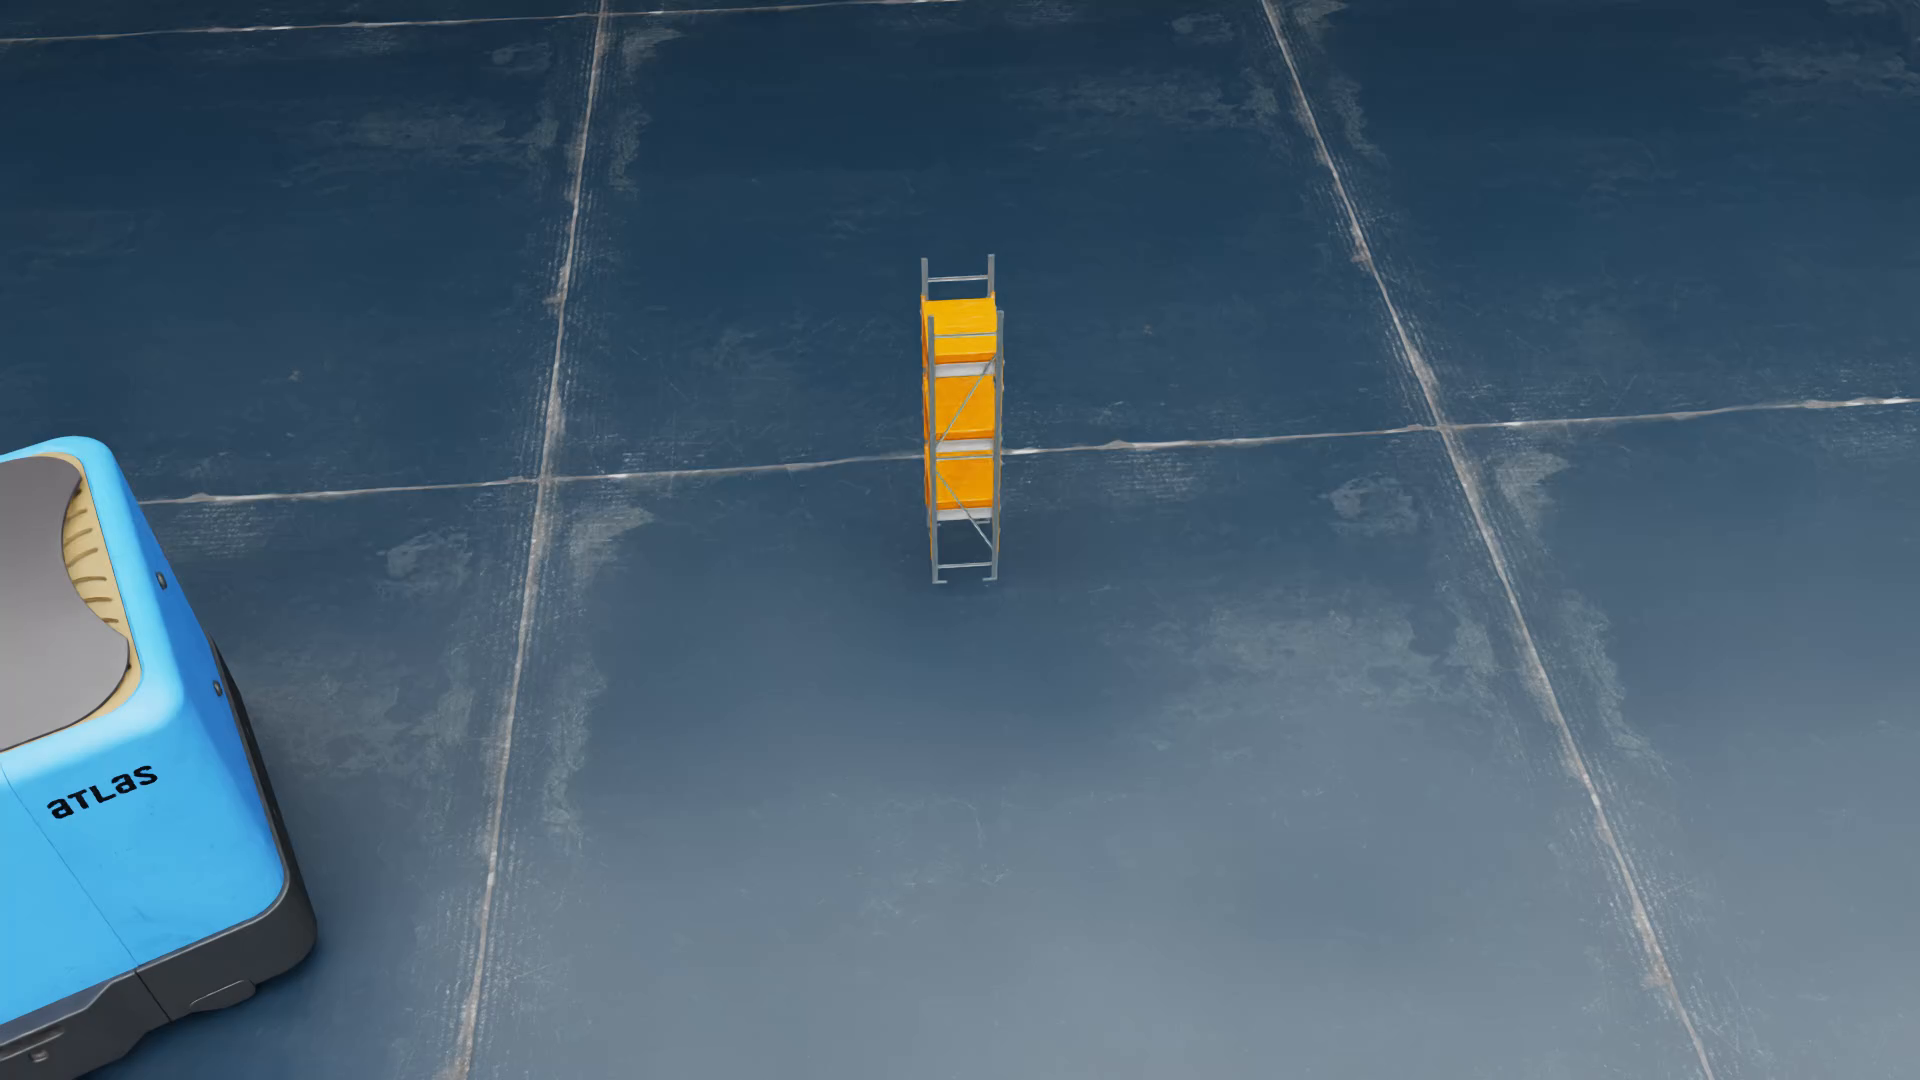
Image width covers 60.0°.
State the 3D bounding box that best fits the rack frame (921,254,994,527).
[{"bbox_3d":[-0.006,-0.411,4.916,0.200,1.050,0.008,-3,47,-3],"label":"rack frame"}]

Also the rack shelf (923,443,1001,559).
[{"bbox_3d":[0.004,-0.124,5.042,0.215,0.259,0.240,-3,47,-3],"label":"rack shelf"}]

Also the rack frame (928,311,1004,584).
[{"bbox_3d":[0.015,-0.234,4.749,0.200,1.050,0.008,-3,47,-3],"label":"rack frame"}]

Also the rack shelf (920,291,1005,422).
[{"bbox_3d":[0.004,-0.510,4.634,0.215,0.259,0.240,-3,47,-3],"label":"rack shelf"}]

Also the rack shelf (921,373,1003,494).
[{"bbox_3d":[0.004,-0.315,4.840,0.215,0.259,0.240,-3,47,-3],"label":"rack shelf"}]

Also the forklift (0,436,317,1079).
[{"bbox_3d":[-3.164,0.285,2.962,3.031,2.935,1.130,-22,50,-20],"label":"forklift"}]

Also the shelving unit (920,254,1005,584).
[{"bbox_3d":[0.004,-0.322,4.832,0.215,1.050,0.252,-3,47,-3],"label":"shelving unit"}]
